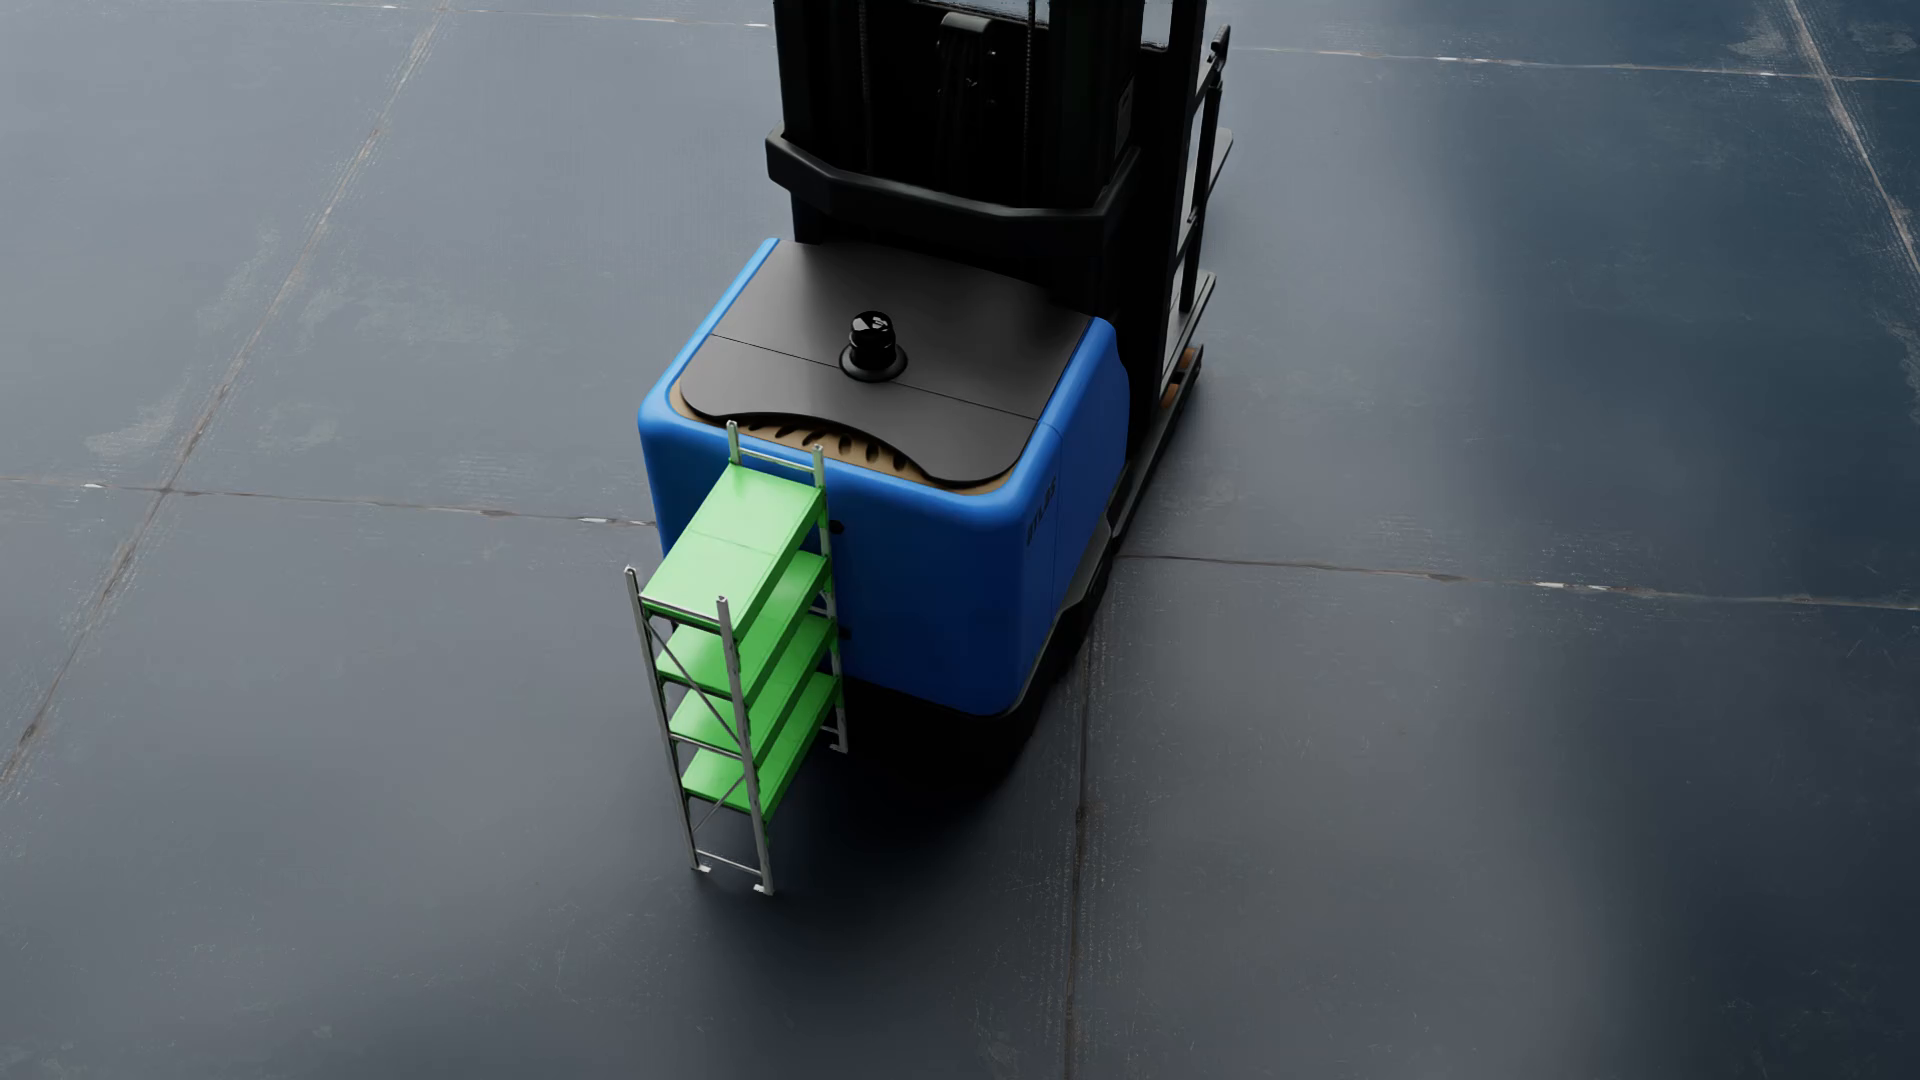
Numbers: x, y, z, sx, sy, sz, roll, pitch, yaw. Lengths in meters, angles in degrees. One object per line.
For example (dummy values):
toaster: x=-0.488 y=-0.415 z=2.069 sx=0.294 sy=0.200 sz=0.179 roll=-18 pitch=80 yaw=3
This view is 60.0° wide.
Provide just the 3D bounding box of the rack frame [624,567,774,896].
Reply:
rack frame: x=-0.606 y=0.499 z=3.981 sx=0.240 sy=1.200 sz=0.015 roll=16 pitch=50 yaw=14

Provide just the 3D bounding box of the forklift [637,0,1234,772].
forklift: x=0.187 y=-1.461 z=4.600 sx=1.130 sy=2.935 sz=3.031 roll=16 pitch=50 yaw=14

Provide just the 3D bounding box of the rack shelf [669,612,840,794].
rack shelf: x=-0.518 y=0.374 z=4.182 sx=0.258 sy=0.148 sz=0.480 roll=16 pitch=50 yaw=14

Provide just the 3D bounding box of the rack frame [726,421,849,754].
rack frame: x=-0.430 y=0.163 z=4.288 sx=0.240 sy=1.200 sz=0.015 roll=16 pitch=50 yaw=14

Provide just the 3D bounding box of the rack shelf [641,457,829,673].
rack shelf: x=-0.518 y=0.050 z=3.827 sx=0.258 sy=0.148 sz=0.480 roll=16 pitch=50 yaw=14

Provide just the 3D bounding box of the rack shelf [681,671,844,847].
rack shelf: x=-0.518 y=0.536 z=4.359 sx=0.258 sy=0.148 sz=0.480 roll=16 pitch=50 yaw=14

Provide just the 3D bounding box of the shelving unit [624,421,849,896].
shelving unit: x=-0.518 y=0.331 z=4.134 sx=0.258 sy=1.200 sz=0.503 roll=16 pitch=50 yaw=14

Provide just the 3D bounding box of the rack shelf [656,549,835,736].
rack shelf: x=-0.518 y=0.212 z=4.005 sx=0.258 sy=0.148 sz=0.480 roll=16 pitch=50 yaw=14
